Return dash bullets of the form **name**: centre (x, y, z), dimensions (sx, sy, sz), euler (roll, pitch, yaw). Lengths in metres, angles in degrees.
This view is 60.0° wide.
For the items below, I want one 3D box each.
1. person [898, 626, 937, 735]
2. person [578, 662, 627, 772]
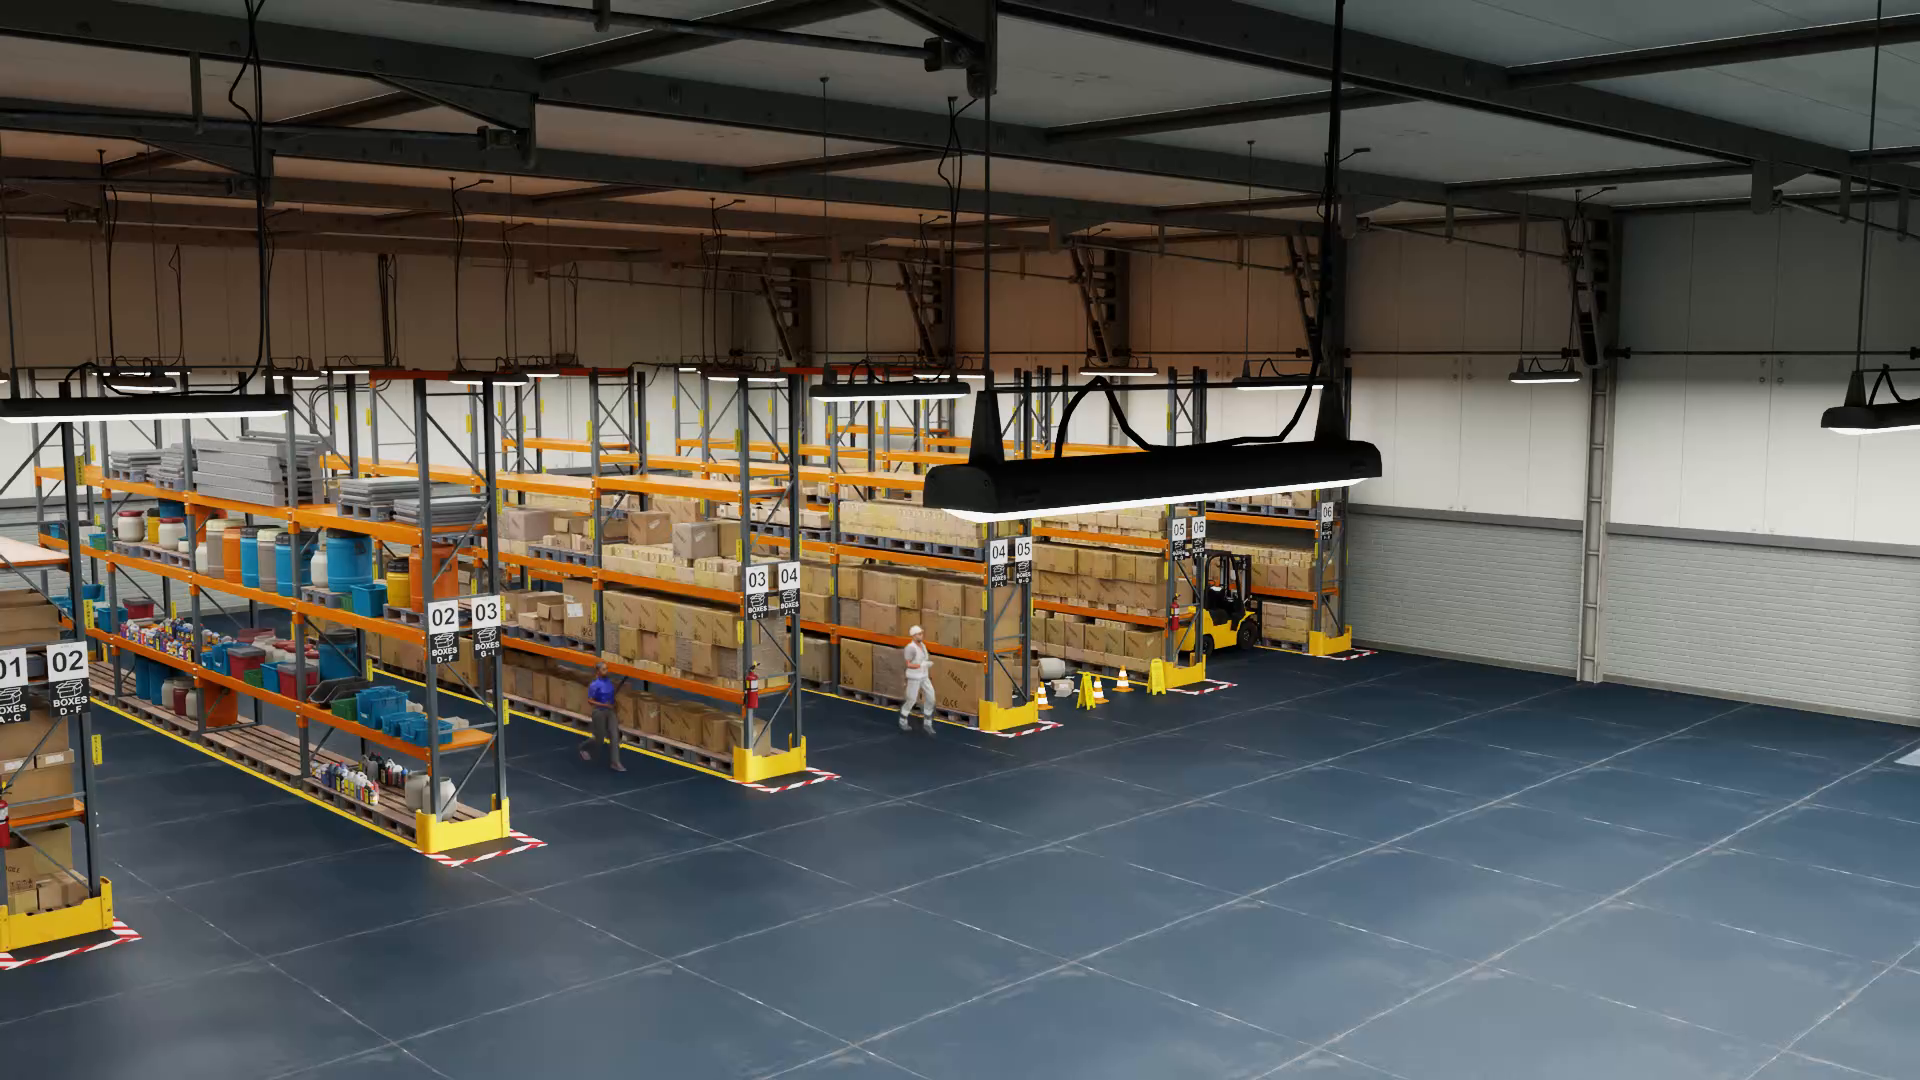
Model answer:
- **person**: centre (-0.707, 2.319, 27.553), dimensions (0.726, 1.821, 0.665), euler (4, 8, 35)
- **person**: centre (-5.434, 2.666, 25.257), dimensions (0.892, 1.654, 0.581), euler (4, 8, 31)
